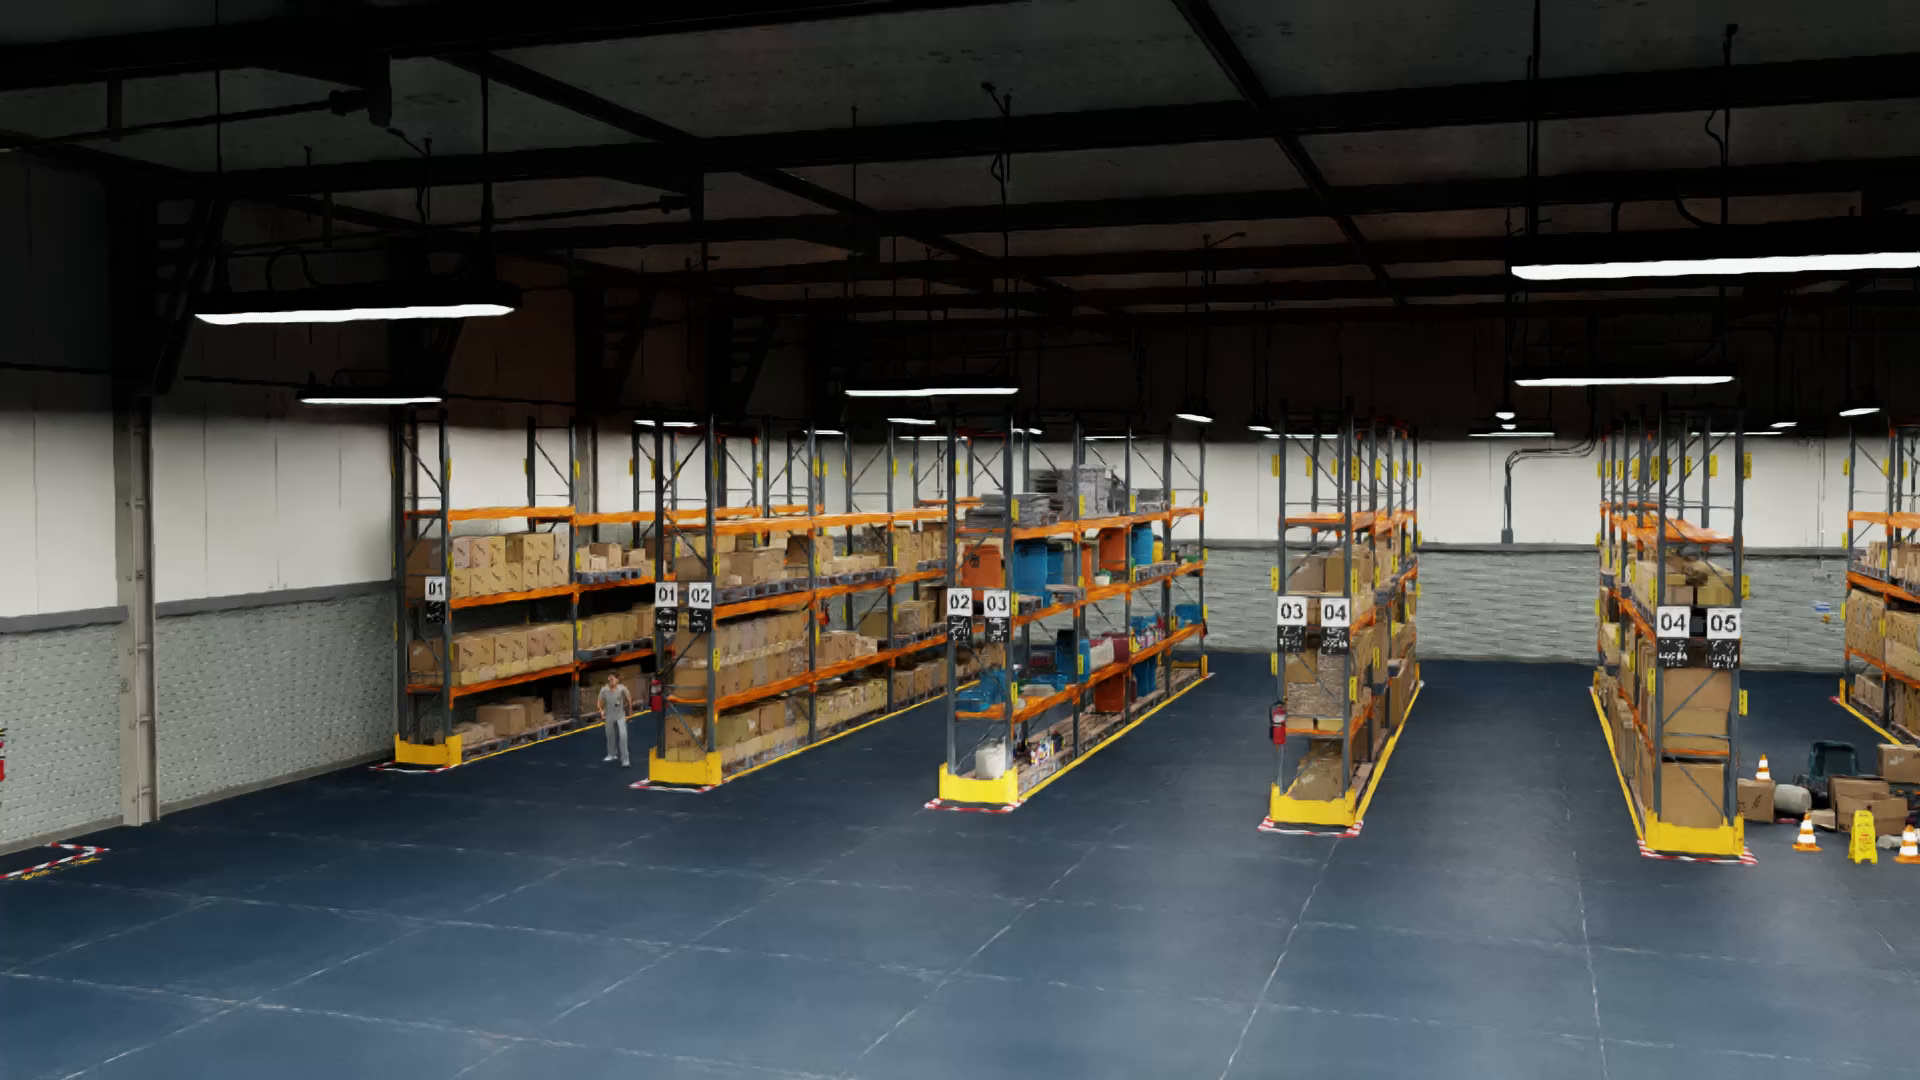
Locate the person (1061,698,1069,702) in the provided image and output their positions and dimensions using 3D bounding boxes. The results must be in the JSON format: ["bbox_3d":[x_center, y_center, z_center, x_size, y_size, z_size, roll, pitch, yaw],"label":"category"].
[{"bbox_3d":[2.476,2.655,35.619,0.489,1.588,1.075,1,3,17],"label":"person"}]

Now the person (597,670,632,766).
[{"bbox_3d":[-5.802,2.982,28.111,0.608,1.601,0.817,0,2,2],"label":"person"}]
